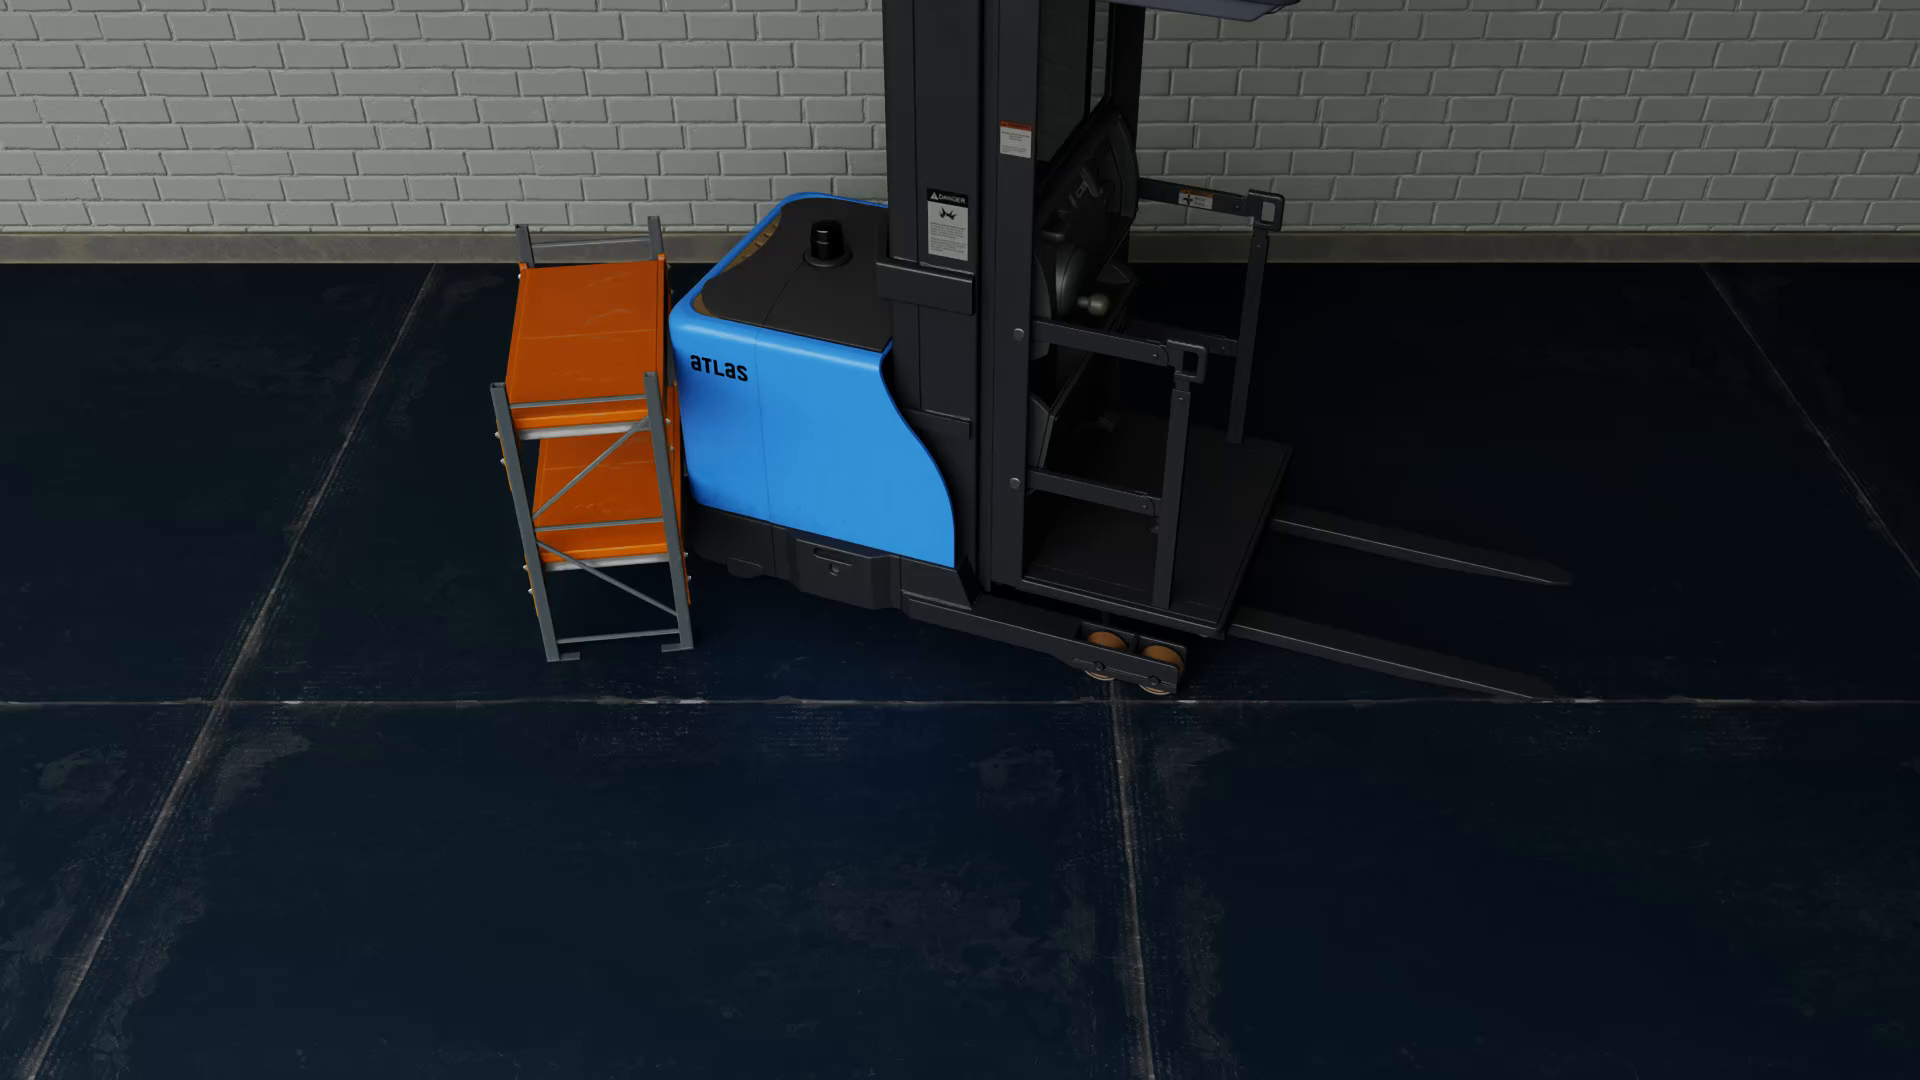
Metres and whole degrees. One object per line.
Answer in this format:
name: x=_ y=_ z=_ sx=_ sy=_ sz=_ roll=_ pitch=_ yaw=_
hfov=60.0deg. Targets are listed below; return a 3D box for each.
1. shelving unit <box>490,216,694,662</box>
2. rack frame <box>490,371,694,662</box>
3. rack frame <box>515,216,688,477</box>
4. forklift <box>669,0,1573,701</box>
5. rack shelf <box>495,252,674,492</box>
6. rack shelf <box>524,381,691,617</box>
shelving unit: x=-1.242 y=-0.364 z=5.804 sx=0.538 sy=1.125 sz=1.048 roll=-5 pitch=39 yaw=-6
rack frame: x=-1.174 y=-0.049 z=5.411 sx=0.500 sy=1.125 sz=0.032 roll=-5 pitch=39 yaw=-6
rack frame: x=-1.309 y=-0.679 z=6.197 sx=0.500 sy=1.125 sz=0.032 roll=-5 pitch=39 yaw=-6
forklift: x=0.587 y=-1.001 z=5.155 sx=3.031 sy=2.935 sz=1.130 roll=14 pitch=41 yaw=16
rack shelf: x=-1.242 y=-0.592 z=5.621 sx=0.538 sy=0.278 sz=1.000 roll=-5 pitch=39 yaw=-6
rack shelf: x=-1.242 y=-0.173 z=5.957 sx=0.538 sy=0.278 sz=1.000 roll=-5 pitch=39 yaw=-6
